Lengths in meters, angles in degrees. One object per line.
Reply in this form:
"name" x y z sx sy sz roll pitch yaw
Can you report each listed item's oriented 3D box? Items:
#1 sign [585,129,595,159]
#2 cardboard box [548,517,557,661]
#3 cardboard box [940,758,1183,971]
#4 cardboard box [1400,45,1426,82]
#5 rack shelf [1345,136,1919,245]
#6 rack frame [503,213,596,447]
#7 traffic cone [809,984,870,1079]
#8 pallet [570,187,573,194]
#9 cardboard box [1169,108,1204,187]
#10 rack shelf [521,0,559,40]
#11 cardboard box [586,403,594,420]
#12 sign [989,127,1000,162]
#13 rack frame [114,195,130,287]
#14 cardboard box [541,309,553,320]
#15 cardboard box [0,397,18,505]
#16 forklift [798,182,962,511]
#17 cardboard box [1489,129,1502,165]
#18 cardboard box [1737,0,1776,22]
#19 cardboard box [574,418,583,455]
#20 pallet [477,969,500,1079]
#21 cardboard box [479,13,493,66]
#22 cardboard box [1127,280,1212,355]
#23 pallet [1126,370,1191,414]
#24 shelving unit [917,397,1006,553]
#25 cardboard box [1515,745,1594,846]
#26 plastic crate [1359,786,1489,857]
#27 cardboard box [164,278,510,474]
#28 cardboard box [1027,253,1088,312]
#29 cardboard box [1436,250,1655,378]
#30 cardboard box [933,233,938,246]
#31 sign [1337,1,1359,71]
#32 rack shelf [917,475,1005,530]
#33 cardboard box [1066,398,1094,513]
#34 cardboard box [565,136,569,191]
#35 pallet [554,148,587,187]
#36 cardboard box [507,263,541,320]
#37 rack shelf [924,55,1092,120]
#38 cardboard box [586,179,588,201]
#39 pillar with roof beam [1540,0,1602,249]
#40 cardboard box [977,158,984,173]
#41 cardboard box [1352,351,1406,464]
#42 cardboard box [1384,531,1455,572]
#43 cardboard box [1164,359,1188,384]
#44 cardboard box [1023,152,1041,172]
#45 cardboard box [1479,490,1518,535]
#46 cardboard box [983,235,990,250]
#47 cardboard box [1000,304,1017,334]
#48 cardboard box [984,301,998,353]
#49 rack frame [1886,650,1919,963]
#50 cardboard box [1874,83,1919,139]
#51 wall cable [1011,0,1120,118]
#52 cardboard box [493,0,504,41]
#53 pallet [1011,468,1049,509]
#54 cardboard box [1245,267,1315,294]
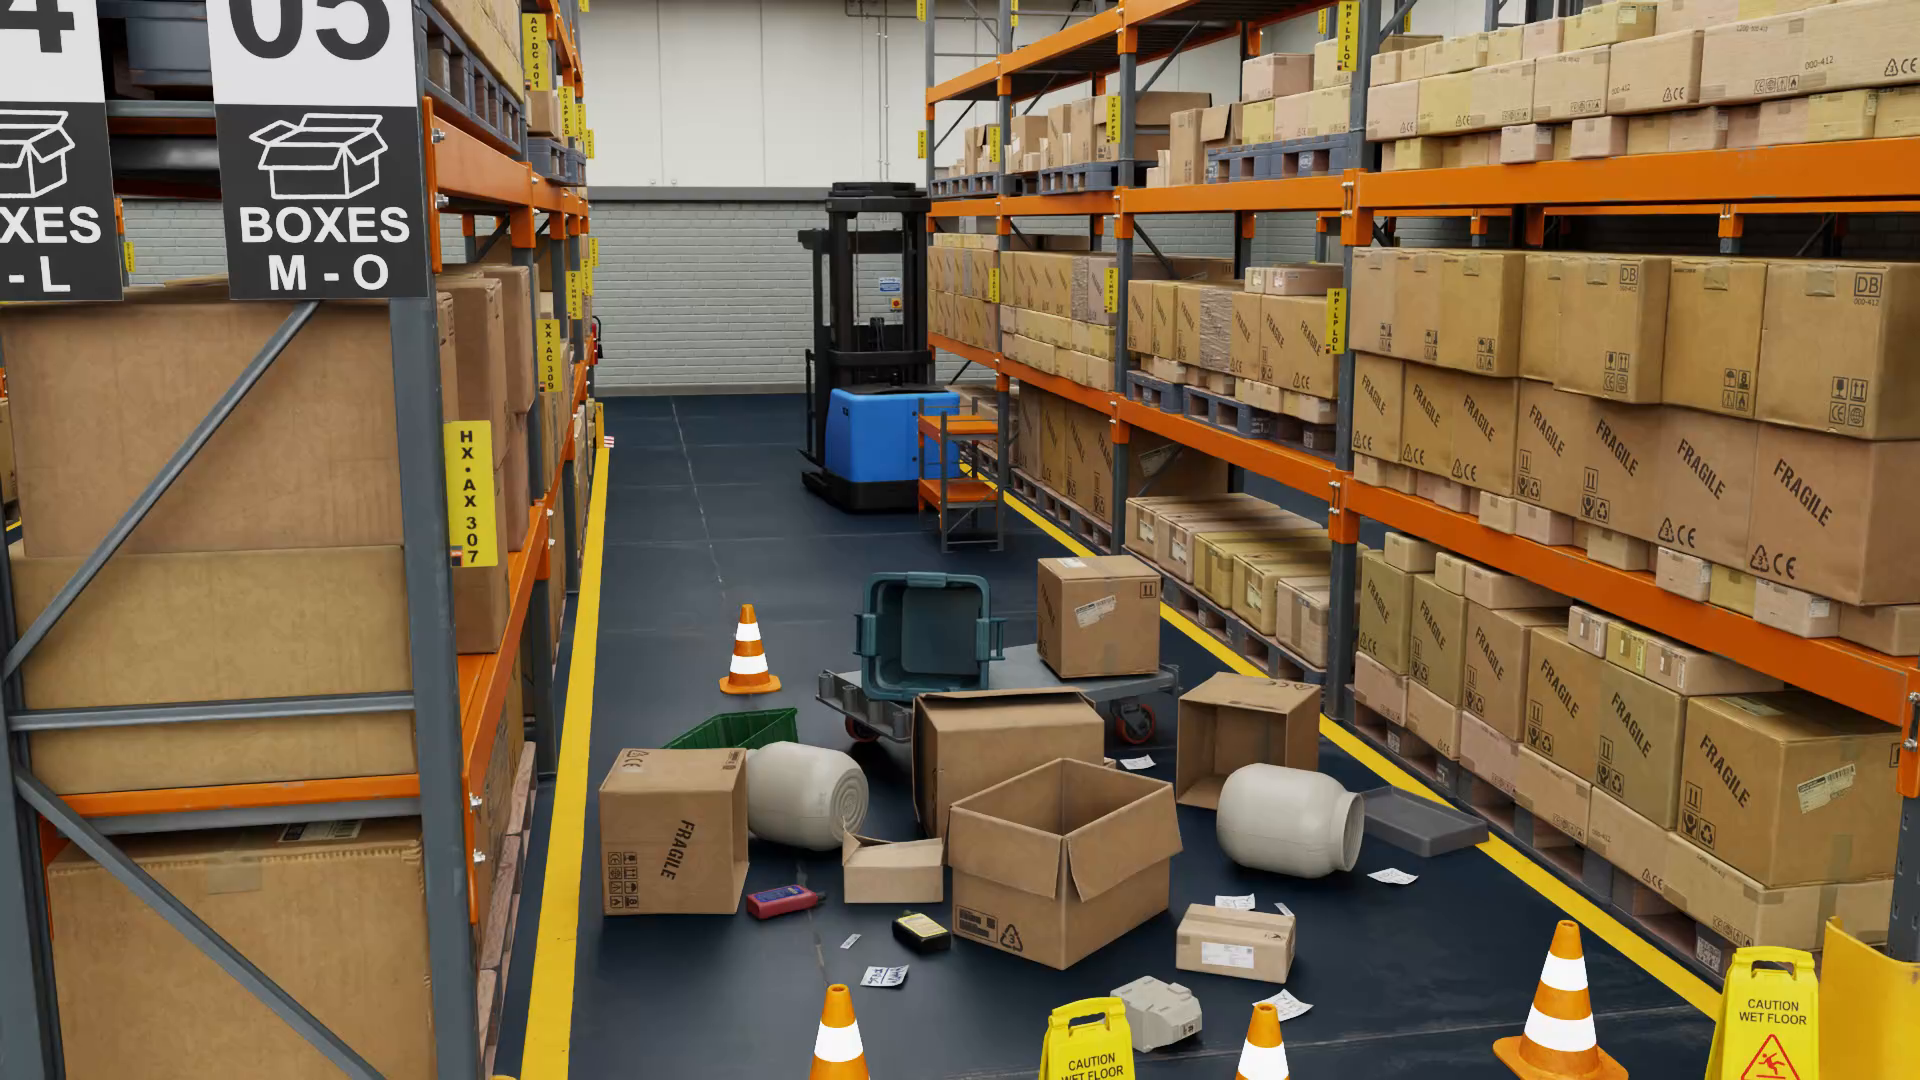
"sign" -4.191 -4.477 18.807 0.100 0.325 0.005 -2 11 -11
"cardboard box" -2.798 0.260 9.203 1.050 0.750 0.750 -2 11 -11
"cardboard box" 0.383 1.180 6.151 0.637 0.503 0.797 9 14 38
"cardboard box" 2.251 -2.176 7.621 0.380 0.149 0.250 -2 11 -9
"rack shelf" 2.819 -1.303 6.423 1.077 0.370 4.000 -2 11 -11
"rack frame" -4.739 -2.552 19.084 1.000 3.000 0.127 -2 11 -11
"traffic cone" -0.338 1.479 4.686 0.336 0.463 0.334 -2 11 -11
"pallet" -3.741 -2.893 13.352 1.213 0.211 1.003 -2 11 -11
"cardboard box" 1.827 -2.632 11.213 0.700 0.500 0.500 -2 11 -11
"rack shelf" -2.795 -3.115 8.991 1.077 0.370 4.000 -2 11 -11
"cardboard box" -4.125 -1.374 17.805 0.380 0.149 0.250 -2 11 -9
"sign" 0.330 -3.763 15.829 0.100 0.325 0.005 -2 11 -11
"rack frame" -9.624 -2.390 18.233 1.000 3.000 0.127 -2 11 -11
"cardboard box" -3.084 -1.553 11.790 0.380 0.149 0.250 -2 11 -11
"cardboard box" -8.702 -0.703 13.925 1.225 0.875 0.875 -2 11 -11
"forklift" -0.922 -1.936 16.028 1.130 2.935 3.031 -3 11 -18
"cardboard box" 2.454 -1.646 6.970 0.380 0.149 0.250 -2 11 -13
"cardboard box" 2.774 -1.753 5.400 0.380 0.149 0.250 -2 11 -11
"cardboard box" -3.365 -0.847 13.680 0.500 0.250 0.500 -3 11 -14
"pallet" -1.860 1.608 4.682 1.003 0.211 1.213 -2 11 -11
"cardboard box" -1.675 -1.576 5.213 0.380 0.149 0.250 -2 11 -10
"cardboard box" 1.513 -1.594 11.864 0.500 0.500 0.500 -2 11 -13
"pallet" 1.895 -1.062 11.769 1.213 0.211 1.003 -2 11 -11
"shelving unit" -0.001 -0.554 13.598 0.538 1.125 1.048 -2 11 -11
"cardboard box" 2.587 0.999 6.658 0.500 0.250 0.500 -3 11 -13
"plastic crate" 1.931 1.202 7.167 0.402 0.080 0.583 -6 13 -31
"cardboard box" -1.835 -0.497 4.994 0.875 0.550 0.550 -2 11 -11
"cardboard box" 0.899 -2.282 14.722 0.500 0.500 0.500 -2 11 -12
"cardboard box" 2.452 -0.960 6.982 0.700 0.500 0.500 -2 11 -12
"cardboard box" -0.106 -3.535 19.568 0.380 0.149 0.250 -2 11 -10
"sign" 1.887 -2.450 8.088 0.100 0.325 0.005 -2 11 -11
"rack shelf" -0.001 -0.314 13.644 0.538 0.278 1.000 -2 11 -11
"cardboard box" 1.430 -0.740 14.119 0.875 0.875 0.875 -2 11 -10
"cardboard box" -3.138 -2.814 12.166 0.500 0.500 0.500 -2 11 -11
"pallet" -3.006 -2.350 10.502 1.213 0.211 1.003 -2 11 -8
"cardboard box" -3.106 -1.543 10.837 0.700 0.500 0.500 -2 11 -11
"rack shelf" 0.485 -4.781 17.743 1.077 0.370 4.000 -2 11 -11
"cardboard box" -4.285 -3.785 17.939 0.500 0.250 0.500 -2 11 -11
"pillar with roof beam" 2.268 -5.149 16.684 9.100 9.000 0.400 -2 11 -11
"cardboard box" 0.385 -3.777 16.776 0.380 0.149 0.250 -2 11 -10
"cardboard box" 2.242 -0.654 8.049 0.500 0.500 0.500 -2 11 -11
"cardboard box" 2.246 0.051 7.898 0.380 0.149 0.250 -2 11 -10
"cardboard box" 1.596 -1.144 11.233 0.380 0.149 0.250 -2 11 -11
"cardboard box" 0.777 -3.337 14.688 0.380 0.166 0.250 -3 11 -15
"cardboard box" 2.417 -0.122 6.988 0.380 0.149 0.250 -2 11 -11
"cardboard box" 0.452 -3.065 17.102 0.380 0.149 0.250 -2 11 -11
"cardboard box" 0.683 -2.098 15.762 0.500 0.250 0.500 -2 11 -13
"cardboard box" 0.533 -2.142 16.661 0.500 0.500 0.500 -2 11 -10
"rack frame" 3.212 0.184 4.710 0.949 2.616 0.053 -2 11 -11
"cardboard box" 2.865 -1.222 4.742 0.380 0.149 0.250 -2 11 -11
"wall cable" 2.192 -6.871 25.627 2.988 3.039 0.133 -2 11 -11
"cardboard box" -1.865 -1.887 5.783 0.500 0.250 0.500 -2 11 -12
"pallet" 1.098 -0.509 15.804 1.003 0.211 1.213 -2 11 -11
"cardboard box" 1.896 -1.522 9.749 0.380 0.149 0.250 -3 11 -13
